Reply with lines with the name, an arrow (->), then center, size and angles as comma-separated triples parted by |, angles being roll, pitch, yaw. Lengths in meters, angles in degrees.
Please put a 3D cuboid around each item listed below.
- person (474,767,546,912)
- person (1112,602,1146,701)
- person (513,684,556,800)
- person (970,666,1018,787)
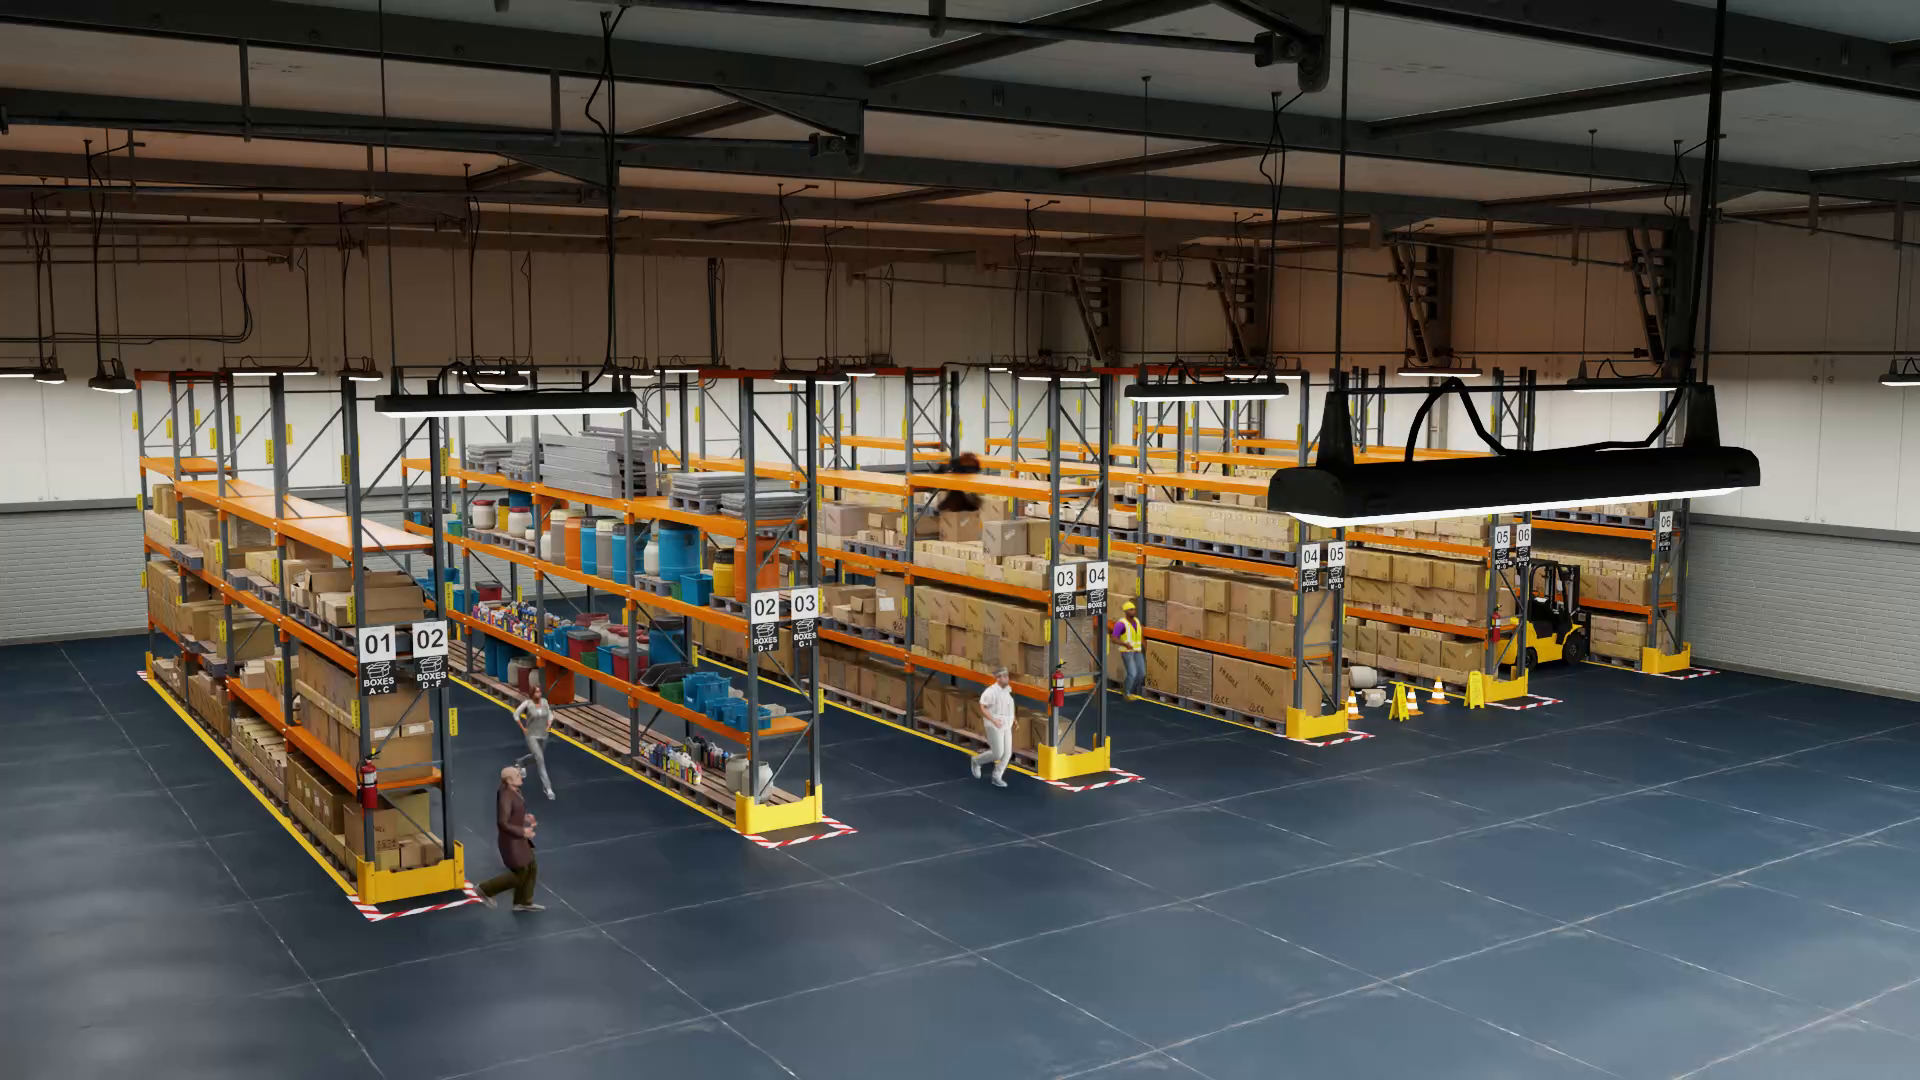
person -> -5.070, 3.389, 18.656 | 0.776, 1.742, 0.753 | -2, 7, -15
person -> 2.975, 1.943, 28.846 | 0.695, 1.742, 0.560 | -5, 8, -37
person -> -6.108, 2.852, 23.930 | 1.035, 1.599, 0.506 | 5, 8, 39
person -> 0.546, 2.695, 24.357 | 0.645, 1.728, 0.692 | 6, 9, 41
